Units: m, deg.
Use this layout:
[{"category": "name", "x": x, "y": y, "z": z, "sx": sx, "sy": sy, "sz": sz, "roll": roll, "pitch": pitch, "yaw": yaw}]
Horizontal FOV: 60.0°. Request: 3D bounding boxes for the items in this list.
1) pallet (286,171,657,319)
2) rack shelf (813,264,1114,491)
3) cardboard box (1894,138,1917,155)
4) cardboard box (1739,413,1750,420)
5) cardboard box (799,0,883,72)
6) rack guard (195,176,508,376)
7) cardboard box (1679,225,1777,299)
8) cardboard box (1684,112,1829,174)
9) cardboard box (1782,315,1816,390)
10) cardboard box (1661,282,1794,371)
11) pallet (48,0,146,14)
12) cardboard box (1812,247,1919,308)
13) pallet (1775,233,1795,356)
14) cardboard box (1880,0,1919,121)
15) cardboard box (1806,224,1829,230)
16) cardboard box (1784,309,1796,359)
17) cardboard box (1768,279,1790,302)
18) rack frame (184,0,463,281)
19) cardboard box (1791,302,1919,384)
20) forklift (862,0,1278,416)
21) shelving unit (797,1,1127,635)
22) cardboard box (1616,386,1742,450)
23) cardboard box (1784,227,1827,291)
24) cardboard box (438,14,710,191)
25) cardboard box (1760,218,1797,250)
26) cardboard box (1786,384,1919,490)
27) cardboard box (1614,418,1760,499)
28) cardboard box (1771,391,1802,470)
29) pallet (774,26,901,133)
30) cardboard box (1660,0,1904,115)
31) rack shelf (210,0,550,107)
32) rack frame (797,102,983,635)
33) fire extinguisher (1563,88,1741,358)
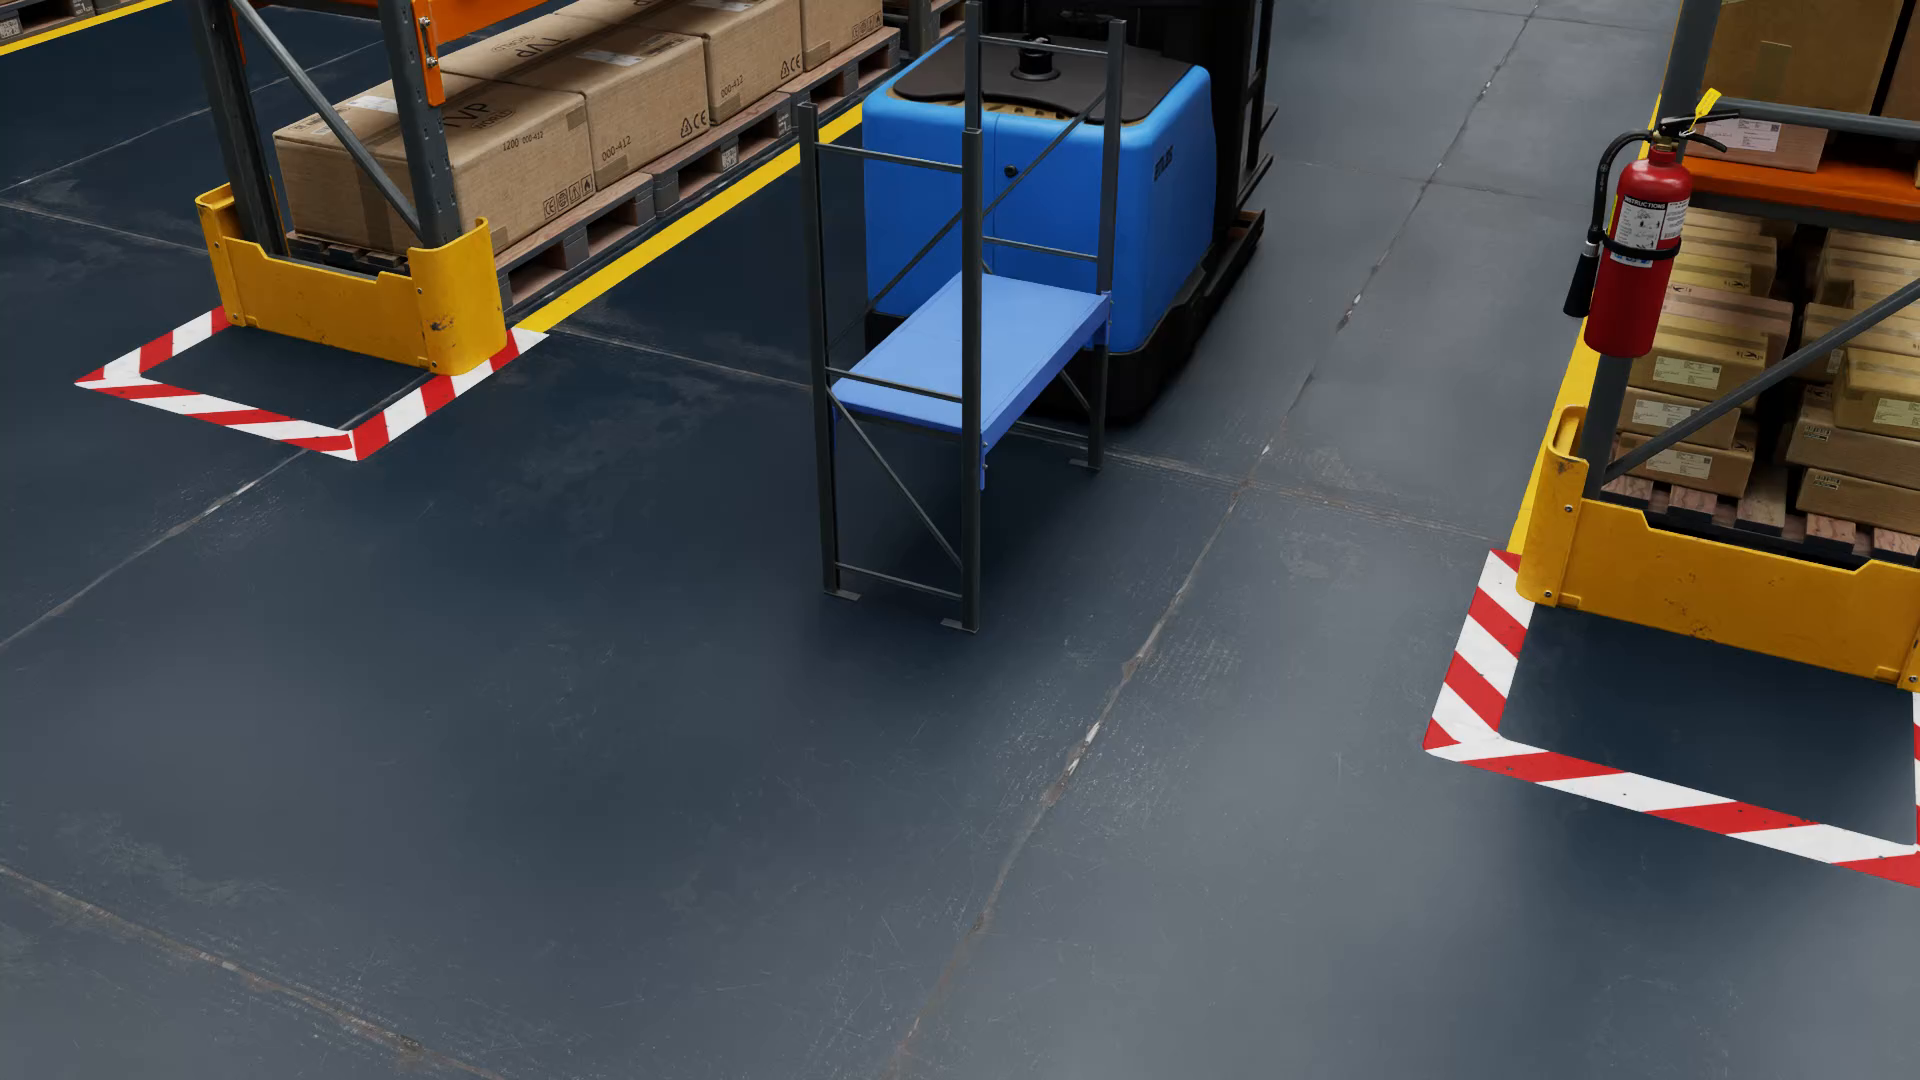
[{"category": "pallet", "x": -2.047, "y": -1.332, "z": 7.089, "sx": 1.003, "sy": 0.211, "sz": 1.213, "roll": 14, "pitch": 36, "yaw": 20}, {"category": "rack shelf", "x": 0.036, "y": -0.519, "z": 5.002, "sx": 0.538, "sy": 0.185, "sz": 1.000, "roll": 14, "pitch": 36, "yaw": 20}, {"category": "cardboard box", "x": 2.730, "y": -1.114, "z": 4.442, "sx": 0.380, "sy": 0.149, "sz": 0.250, "roll": 15, "pitch": 36, "yaw": 22}, {"category": "cardboard box", "x": 2.463, "y": -0.553, "z": 5.575, "sx": 0.380, "sy": 0.149, "sz": 0.250, "roll": 14, "pitch": 36, "yaw": 20}, {"category": "cardboard box", "x": -0.998, "y": -2.890, "z": 8.876, "sx": 0.875, "sy": 0.438, "sz": 0.875, "roll": 14, "pitch": 36, "yaw": 20}, {"category": "rack guard", "x": -2.321, "y": -1.024, "z": 6.356, "sx": 1.175, "sy": 0.500, "sz": 0.348, "roll": 14, "pitch": 36, "yaw": 20}, {"category": "cardboard box", "x": 2.535, "y": -0.935, "z": 5.615, "sx": 0.380, "sy": 0.149, "sz": 0.250, "roll": 13, "pitch": 35, "yaw": 19}, {"category": "cardboard box", "x": 2.107, "y": -1.119, "z": 4.450, "sx": 0.380, "sy": 0.149, "sz": 0.250, "roll": 14, "pitch": 36, "yaw": 21}, {"category": "cardboard box", "x": 2.868, "y": -0.572, "z": 5.332, "sx": 0.380, "sy": 0.149, "sz": 0.250, "roll": 15, "pitch": 36, "yaw": 21}, {"category": "cardboard box", "x": 2.376, "y": -0.662, "z": 5.199, "sx": 0.380, "sy": 0.149, "sz": 0.250, "roll": 15, "pitch": 36, "yaw": 21}, {"category": "pallet", "x": -5.436, "y": -3.703, "z": 10.705, "sx": 1.003, "sy": 0.211, "sz": 1.213, "roll": 14, "pitch": 36, "yaw": 20}, {"category": "cardboard box", "x": 3.012, "y": -0.815, "z": 5.432, "sx": 0.380, "sy": 0.149, "sz": 0.250, "roll": 12, "pitch": 35, "yaw": 18}, {"category": "pallet", "x": 3.143, "y": -0.870, "z": 6.384, "sx": 1.003, "sy": 0.211, "sz": 1.213, "roll": 14, "pitch": 36, "yaw": 20}, {"category": "cardboard box", "x": 2.666, "y": -1.323, "z": 4.169, "sx": 0.500, "sy": 0.500, "sz": 0.500, "roll": 16, "pitch": 36, "yaw": 23}, {"category": "cardboard box", "x": 3.306, "y": -1.219, "z": 6.048, "sx": 0.380, "sy": 0.149, "sz": 0.250, "roll": 14, "pitch": 36, "yaw": 21}, {"category": "cardboard box", "x": 3.097, "y": -0.693, "z": 5.788, "sx": 0.380, "sy": 0.149, "sz": 0.250, "roll": 14, "pitch": 36, "yaw": 21}, {"category": "cardboard box", "x": 2.611, "y": -0.802, "z": 5.683, "sx": 0.380, "sy": 0.149, "sz": 0.250, "roll": 14, "pitch": 36, "yaw": 20}, {"category": "rack frame", "x": -2.311, "y": -2.082, "z": 5.689, "sx": 1.000, "sy": 3.000, "sz": 0.127, "roll": 14, "pitch": 36, "yaw": 20}, {"category": "cardboard box", "x": 2.761, "y": -0.577, "z": 5.068, "sx": 0.380, "sy": 0.149, "sz": 0.250, "roll": 15, "pitch": 36, "yaw": 21}, {"category": "forklift", "x": 0.668, "y": -2.454, "z": 6.320, "sx": 1.130, "sy": 2.935, "sz": 3.031, "roll": 12, "pitch": 35, "yaw": 18}, {"category": "shelving unit", "x": 0.036, "y": -0.670, "z": 4.904, "sx": 0.538, "sy": 1.500, "sz": 1.048, "roll": 14, "pitch": 36, "yaw": 20}, {"category": "cardboard box", "x": 2.189, "y": -0.433, "z": 5.120, "sx": 0.380, "sy": 0.149, "sz": 0.250, "roll": 13, "pitch": 36, "yaw": 19}, {"category": "cardboard box", "x": 3.174, "y": -0.973, "z": 5.945, "sx": 0.380, "sy": 0.149, "sz": 0.250, "roll": 16, "pitch": 37, "yaw": 23}, {"category": "cardboard box", "x": -1.750, "y": -1.995, "z": 7.511, "sx": 0.875, "sy": 0.438, "sz": 0.875, "roll": 15, "pitch": 36, "yaw": 22}, {"category": "cardboard box", "x": 2.808, "y": -1.187, "z": 6.000, "sx": 0.380, "sy": 0.149, "sz": 0.250, "roll": 13, "pitch": 35, "yaw": 19}, {"category": "cardboard box", "x": 2.680, "y": -0.306, "z": 4.927, "sx": 0.380, "sy": 0.149, "sz": 0.250, "roll": 16, "pitch": 36, "yaw": 22}, {"category": "cardboard box", "x": 2.258, "y": -0.290, "z": 5.173, "sx": 0.380, "sy": 0.149, "sz": 0.250, "roll": 15, "pitch": 36, "yaw": 21}, {"category": "cardboard box", "x": 2.772, "y": -0.317, "z": 5.214, "sx": 0.380, "sy": 0.149, "sz": 0.250, "roll": 14, "pitch": 36, "yaw": 20}, {"category": "pallet", "x": -1.027, "y": -2.547, "z": 8.942, "sx": 1.003, "sy": 0.211, "sz": 1.213, "roll": 14, "pitch": 36, "yaw": 20}, {"category": "cardboard box", "x": 2.182, "y": -1.446, "z": 4.357, "sx": 0.500, "sy": 0.500, "sz": 0.500, "roll": 15, "pitch": 36, "yaw": 21}, {"category": "rack shelf", "x": -1.474, "y": -2.777, "z": 7.406, "sx": 1.077, "sy": 0.370, "sz": 4.000, "roll": 14, "pitch": 36, "yaw": 20}, {"category": "rack frame", "x": -0.177, "y": -0.417, "z": 4.517, "sx": 0.500, "sy": 1.500, "sz": 0.032, "roll": 14, "pitch": 36, "yaw": 20}, {"category": "fire extinguisher", "x": 1.703, "y": -0.789, "z": 4.128, "sx": 0.296, "sy": 0.674, "sz": 0.183, "roll": 14, "pitch": 36, "yaw": 20}]
